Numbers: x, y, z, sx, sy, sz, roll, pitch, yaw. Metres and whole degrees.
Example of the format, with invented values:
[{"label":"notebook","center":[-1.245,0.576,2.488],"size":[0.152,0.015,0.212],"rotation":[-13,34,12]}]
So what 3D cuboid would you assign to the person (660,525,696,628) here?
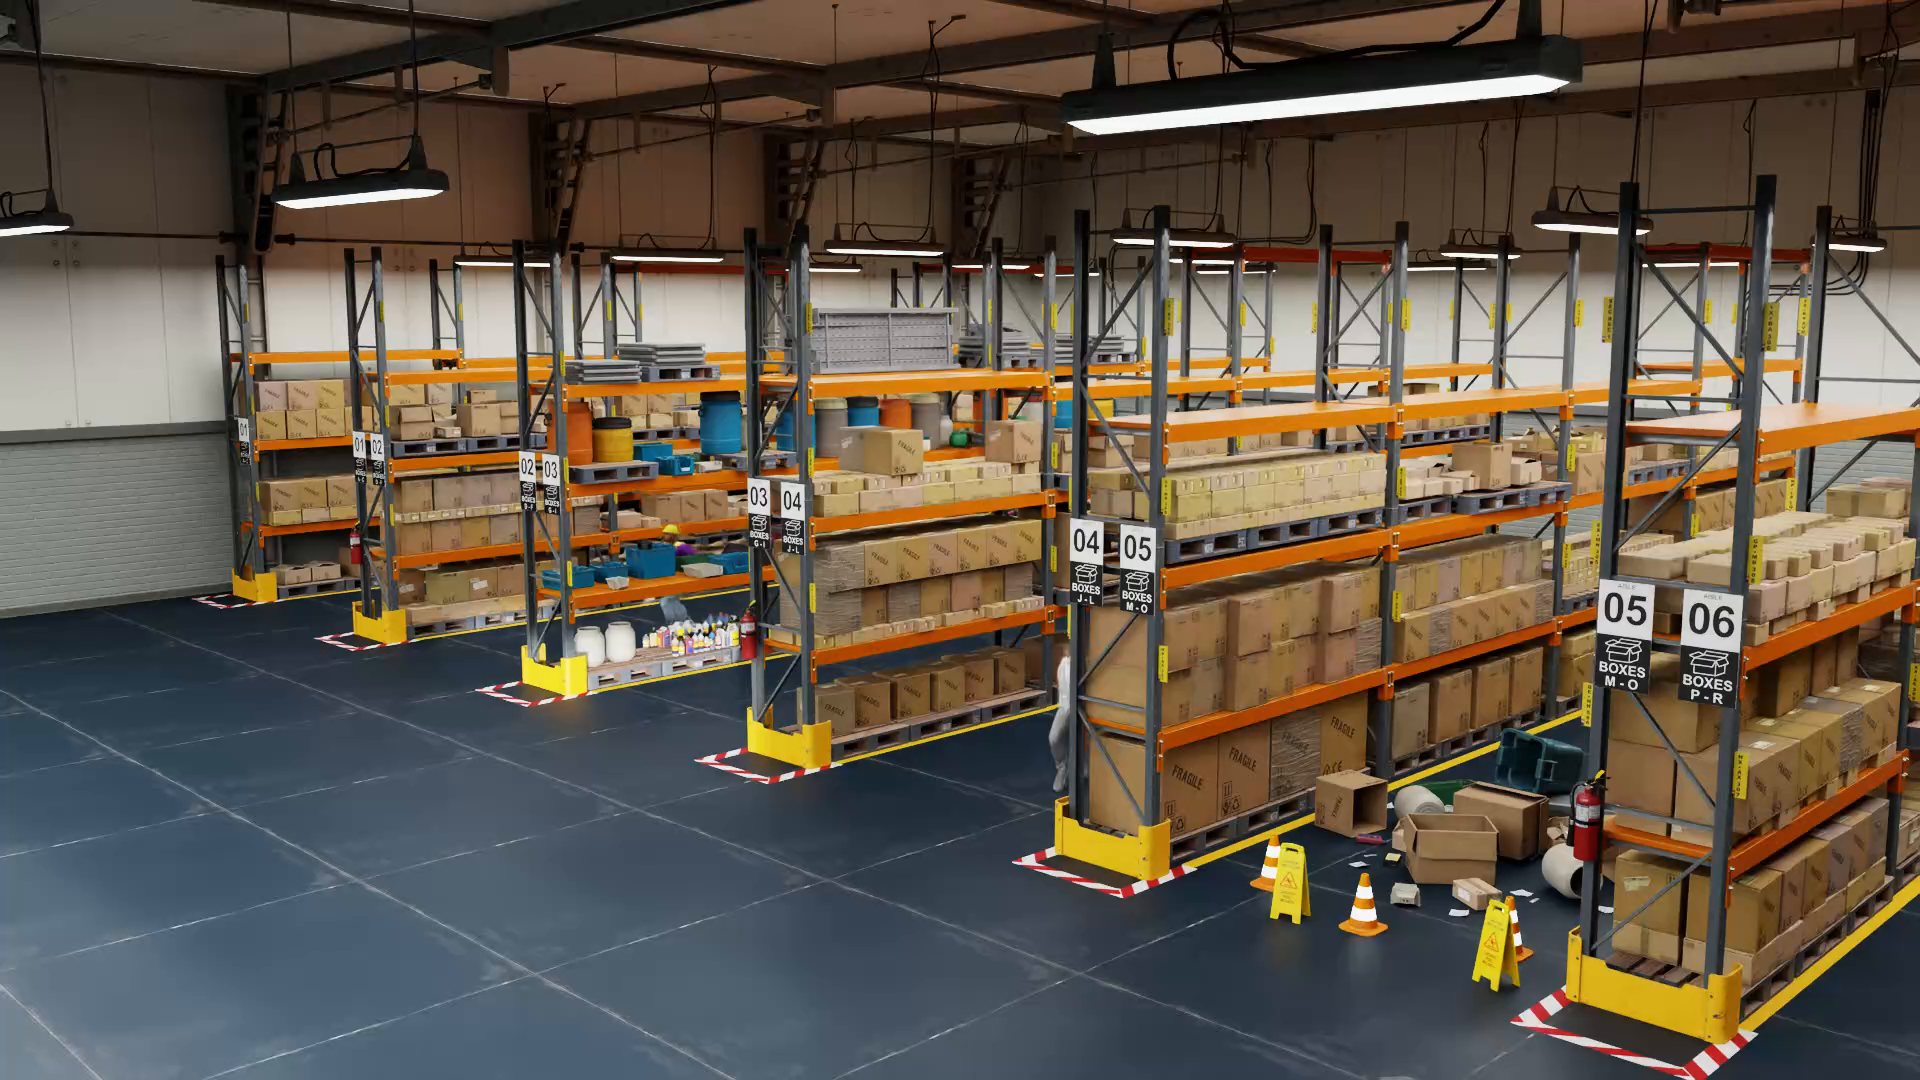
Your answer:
[{"label":"person","center":[-4.450,0.666,25.716],"size":[0.762,1.823,0.672],"rotation":[-7,11,-42]}]

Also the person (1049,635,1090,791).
[{"label":"person","center":[1.256,1.832,17.805],"size":[0.595,1.720,0.759],"rotation":[5,9,31]}]
